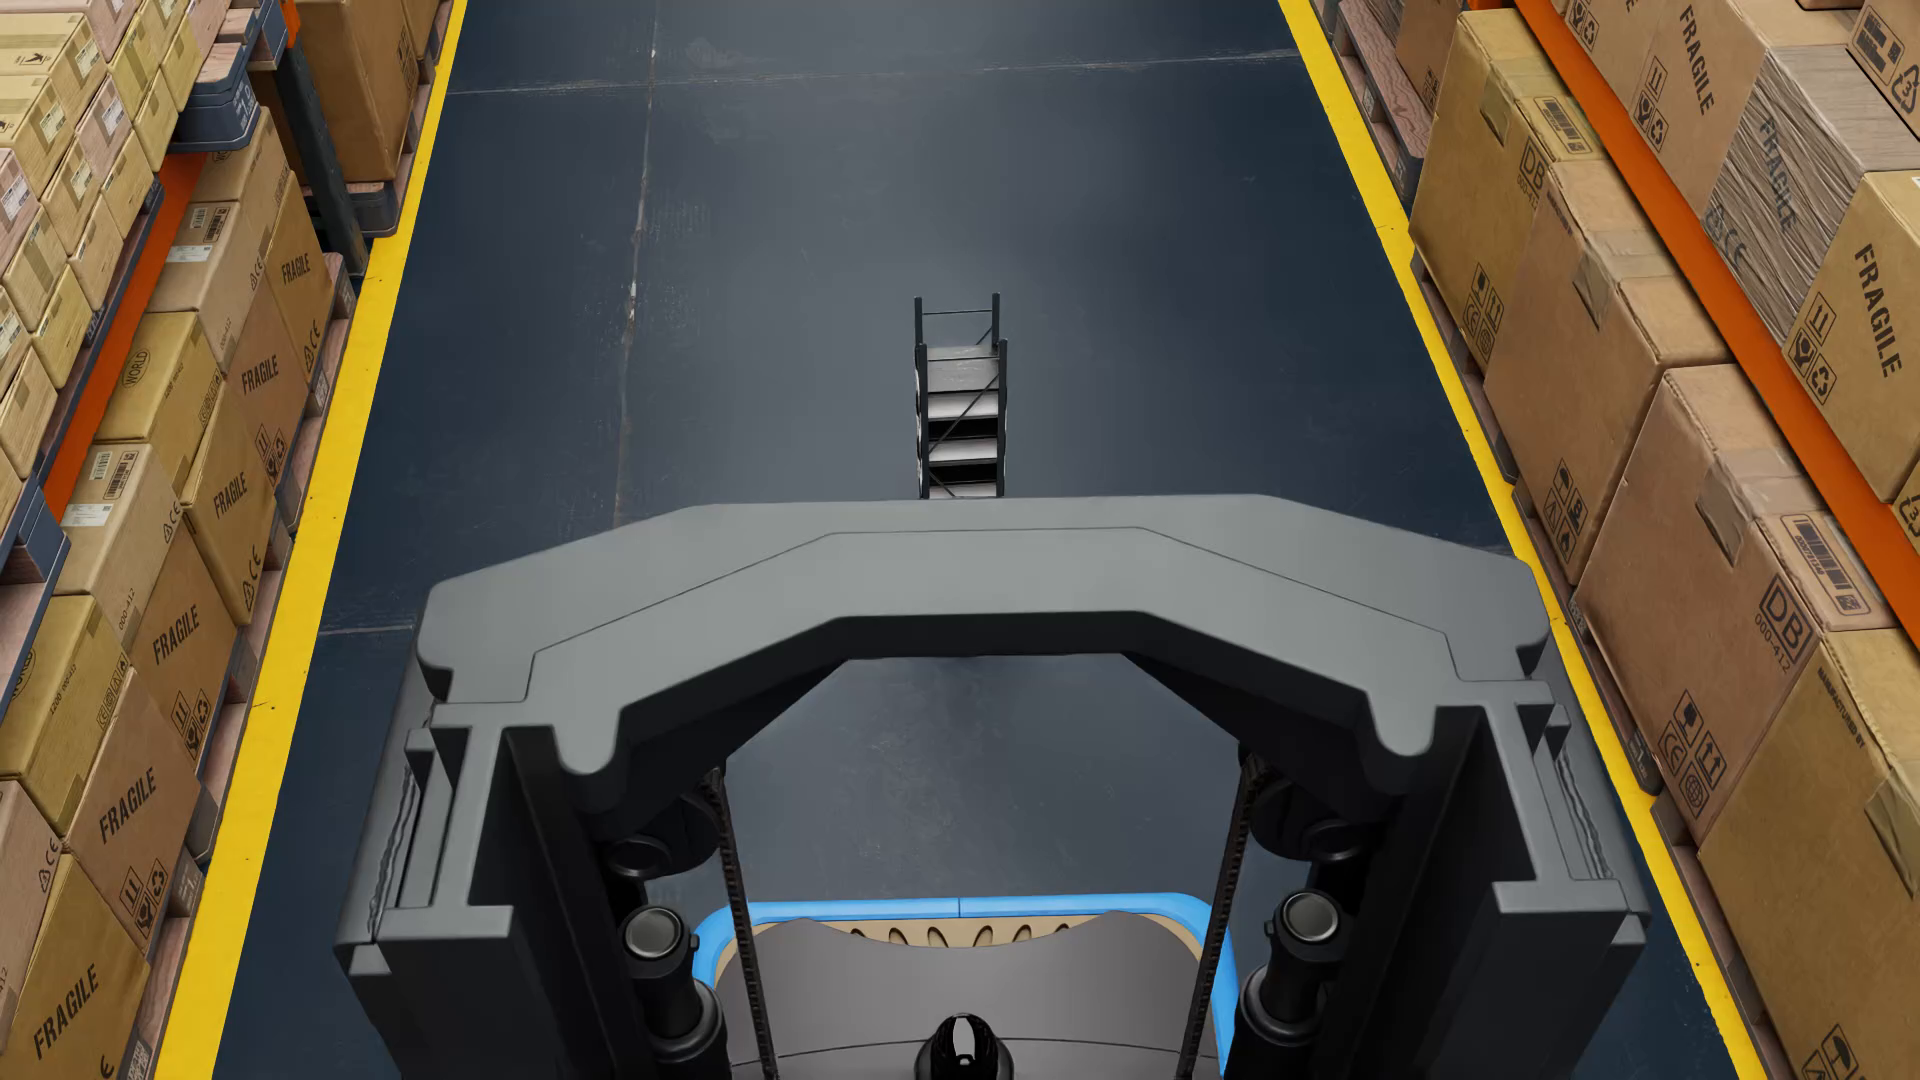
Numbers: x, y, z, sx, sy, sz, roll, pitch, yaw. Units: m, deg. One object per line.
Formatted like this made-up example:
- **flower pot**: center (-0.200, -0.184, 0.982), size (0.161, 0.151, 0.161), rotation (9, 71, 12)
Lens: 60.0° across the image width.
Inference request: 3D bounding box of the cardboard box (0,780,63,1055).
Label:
- **cardboard box**: center (-2.176, 0.784, 3.358), size (0.500, 0.250, 0.500), rotation (-5, 47, -5)

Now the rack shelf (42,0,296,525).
- **rack shelf**: center (-2.545, -0.322, 3.985), size (1.077, 0.370, 4.000), rotation (-3, 47, -3)

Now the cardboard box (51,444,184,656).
- **cardboard box**: center (-2.261, 0.029, 4.072), size (0.500, 0.250, 0.500), rotation (-2, 47, -2)

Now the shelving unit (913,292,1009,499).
- **shelving unit**: center (0.001, -0.304, 4.918), size (0.258, 0.900, 0.210), rotation (-3, 47, -3)

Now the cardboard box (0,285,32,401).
- **cardboard box**: center (-2.045, -0.353, 3.198), size (0.380, 0.149, 0.250), rotation (-2, 47, -2)

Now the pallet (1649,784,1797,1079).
- **pallet**: center (2.434, 1.054, 4.106), size (1.003, 0.211, 1.213), rotation (-3, 47, -3)

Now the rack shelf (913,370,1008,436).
- **rack shelf**: center (0.001, -0.404, 4.811), size (0.258, 0.077, 0.200), rotation (-3, 47, -3)

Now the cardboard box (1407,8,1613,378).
- **cardboard box**: center (2.276, -1.158, 5.455), size (1.225, 0.875, 0.875), rotation (-5, 47, -5)

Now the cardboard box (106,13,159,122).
- **cardboard box**: center (-2.129, -1.103, 3.907), size (0.380, 0.149, 0.250), rotation (-4, 47, -4)

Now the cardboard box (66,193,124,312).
- **cardboard box**: center (-2.085, -0.621, 3.656), size (0.380, 0.149, 0.250), rotation (-5, 47, -5)

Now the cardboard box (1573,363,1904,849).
- **cardboard box**: center (2.425, 0.127, 4.238), size (1.225, 0.875, 0.875), rotation (-5, 47, -5)

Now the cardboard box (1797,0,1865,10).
- **cardboard box**: center (2.336, -1.623, 3.961), size (0.797, 0.503, 0.637), rotation (-3, 47, -2)

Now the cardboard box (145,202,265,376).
- **cardboard box**: center (-2.340, -0.716, 4.778), size (0.500, 0.250, 0.500), rotation (-3, 47, -3)

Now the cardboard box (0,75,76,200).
- **cardboard box**: center (-2.087, -0.829, 3.443), size (0.380, 0.149, 0.250), rotation (-2, 47, -2)

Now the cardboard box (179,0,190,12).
- **cardboard box**: center (-2.168, -1.464, 4.250), size (0.380, 0.149, 0.250), rotation (-2, 47, -2)

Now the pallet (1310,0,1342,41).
- **pallet**: center (2.076, -2.732, 7.692), size (1.003, 0.211, 1.213), rotation (-3, 47, -3)

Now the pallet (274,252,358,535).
- **pallet**: center (-2.648, -0.492, 5.571), size (1.003, 0.211, 1.213), rotation (-3, 47, -3)

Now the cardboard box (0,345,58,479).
- **cardboard box**: center (-2.040, -0.241, 3.296), size (0.380, 0.149, 0.250), rotation (-5, 47, -5)

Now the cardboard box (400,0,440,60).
- **cardboard box**: center (-2.750, -2.466, 6.780), size (1.050, 0.750, 0.750), rotation (-3, 47, -3)

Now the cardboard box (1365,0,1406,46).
- **cardboard box**: center (2.104, -2.421, 6.896), size (0.700, 0.500, 0.500), rotation (-7, 47, -7)

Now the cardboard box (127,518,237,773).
- **cardboard box**: center (-2.278, 0.281, 4.351), size (0.500, 0.500, 0.500), rotation (-3, 47, -3)

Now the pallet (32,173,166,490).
- **pallet**: center (-2.506, -0.521, 3.810), size (1.003, 0.211, 1.213), rotation (-3, 47, -3)

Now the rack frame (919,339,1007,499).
- **rack frame**: center (0.009, -0.230, 4.848), size (0.240, 0.900, 0.006), rotation (-3, 47, -3)

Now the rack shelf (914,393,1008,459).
- **rack shelf**: center (0.001, -0.343, 4.877), size (0.258, 0.077, 0.200), rotation (-3, 47, -3)

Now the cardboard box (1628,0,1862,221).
- **cardboard box**: center (2.100, -1.168, 4.221), size (0.500, 0.500, 0.500), rotation (-4, 47, -4)

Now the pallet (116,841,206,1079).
- **pallet**: center (-2.444, 1.273, 3.899), size (1.003, 0.211, 1.213), rotation (-3, 47, -3)

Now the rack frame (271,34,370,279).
- **rack frame**: center (-2.712, -2.017, 5.094), size (1.000, 3.000, 0.127), rotation (-3, 47, -3)

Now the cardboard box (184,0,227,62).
- **cardboard box**: center (-2.172, -1.380, 4.375), size (0.380, 0.149, 0.250), rotation (-3, 47, -3)

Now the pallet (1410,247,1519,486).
- **pallet**: center (2.230, -0.711, 5.778), size (1.003, 0.211, 1.213), rotation (-3, 47, -3)

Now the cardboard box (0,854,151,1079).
- **cardboard box**: center (-2.175, 1.042, 3.630), size (0.500, 0.500, 0.500), rotation (-2, 47, -2)

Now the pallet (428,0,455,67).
- **pallet**: center (-2.802, -2.514, 7.485), size (1.003, 0.211, 1.213), rotation (-3, 47, -3)

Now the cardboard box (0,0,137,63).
- **cardboard box**: center (-2.133, -1.214, 3.807), size (0.380, 0.149, 0.250), rotation (-3, 47, -3)

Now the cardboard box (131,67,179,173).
- **cardboard box**: center (-2.131, -1.005, 4.020), size (0.380, 0.149, 0.250), rotation (-5, 47, -5)

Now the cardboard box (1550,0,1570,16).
- **cardboard box**: center (2.008, -1.911, 4.925), size (0.500, 0.500, 0.500), rotation (-2, 47, -2)

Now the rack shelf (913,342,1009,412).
- **rack shelf**: center (0.001, -0.466, 4.746), size (0.258, 0.077, 0.200), rotation (-3, 47, -3)

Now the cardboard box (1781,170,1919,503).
- **cardboard box**: center (2.177, -0.443, 3.535), size (0.500, 0.500, 0.500), rotation (-4, 47, -4)

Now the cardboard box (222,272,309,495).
- **cardboard box**: center (-2.357, -0.466, 5.057), size (0.500, 0.500, 0.500), rotation (-2, 47, -2)

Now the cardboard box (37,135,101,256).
- **cardboard box**: center (-2.085, -0.727, 3.552), size (0.380, 0.149, 0.250), rotation (-4, 47, -4)
